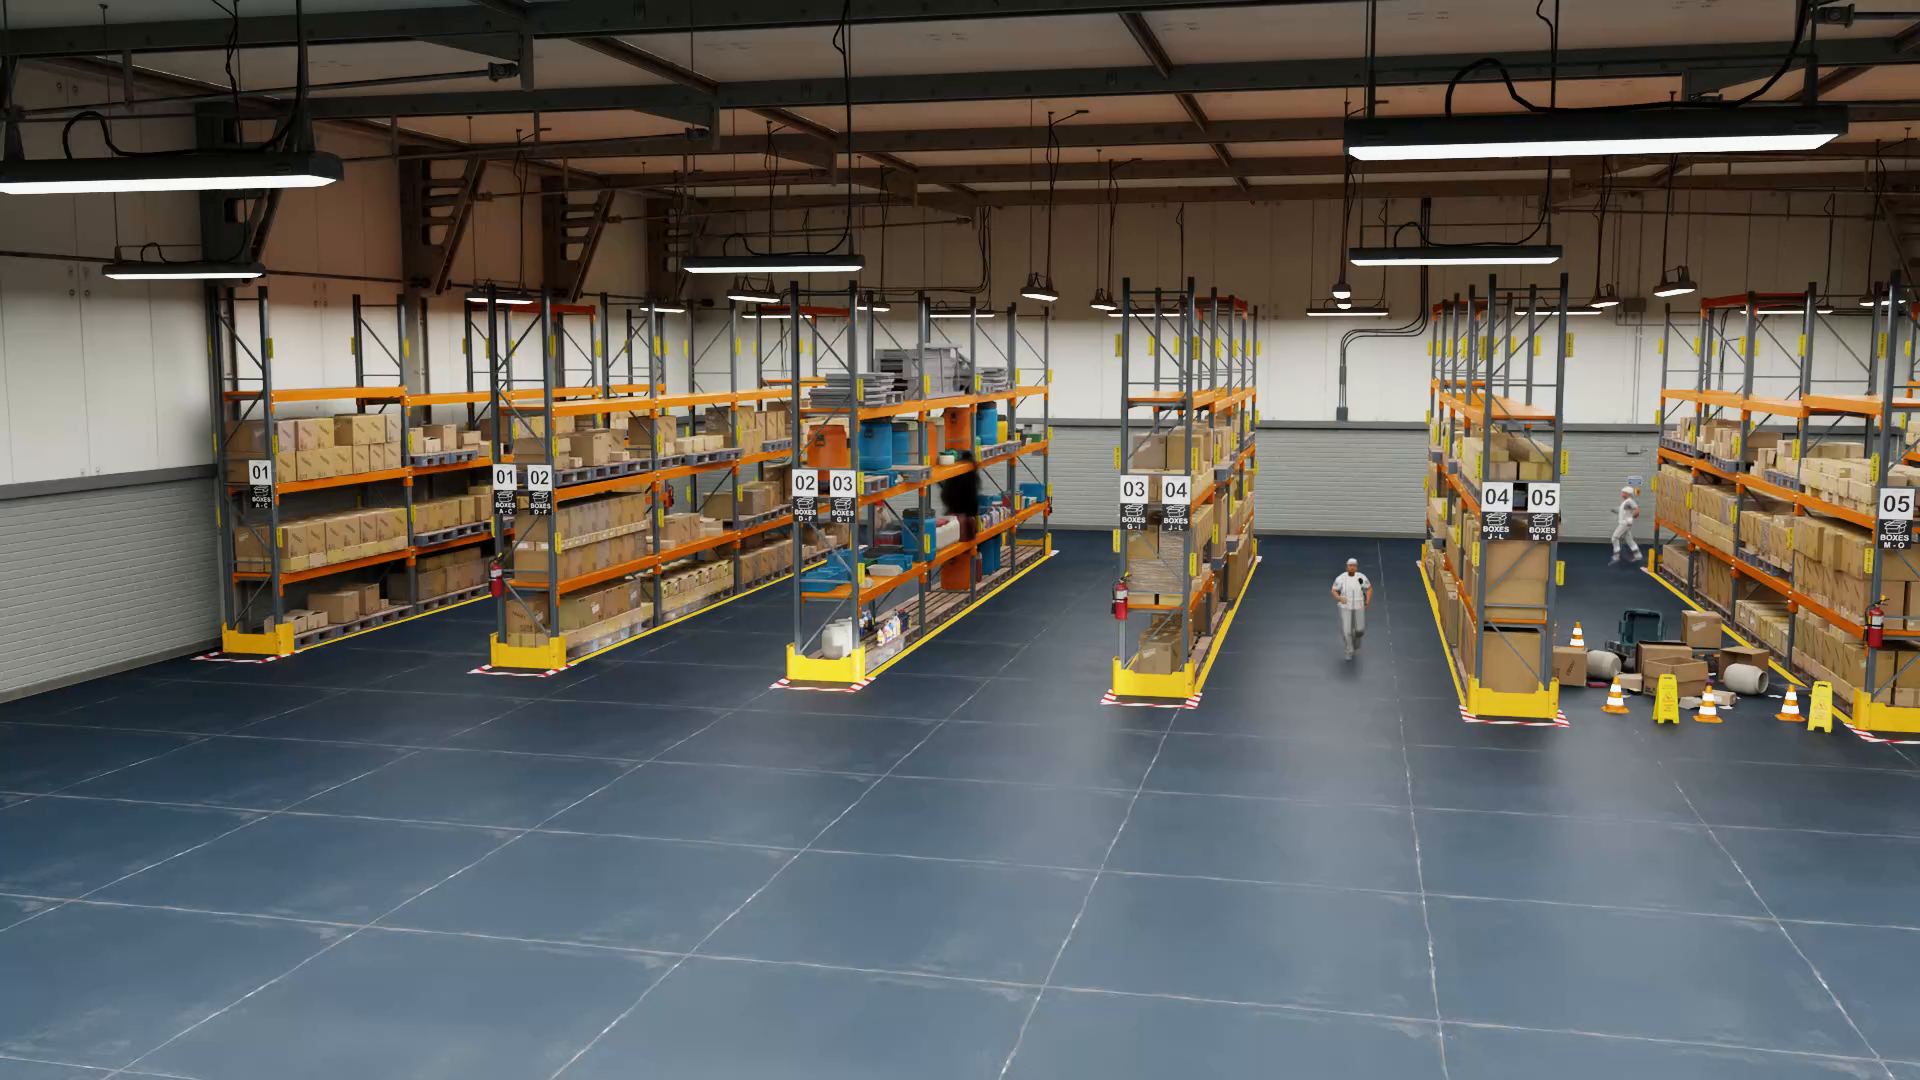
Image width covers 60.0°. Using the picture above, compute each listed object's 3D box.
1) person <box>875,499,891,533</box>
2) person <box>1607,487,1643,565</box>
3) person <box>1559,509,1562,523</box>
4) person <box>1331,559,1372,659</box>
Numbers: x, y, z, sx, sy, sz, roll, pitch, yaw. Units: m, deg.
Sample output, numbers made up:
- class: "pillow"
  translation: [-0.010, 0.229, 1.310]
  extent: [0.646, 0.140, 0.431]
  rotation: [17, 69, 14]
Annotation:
- class: "person"
  translation: [-2.076, -0.746, 42.756]
  extent: [0.564, 1.693, 0.686]
  rotation: [5, 8, 38]
- class: "person"
  translation: [15.415, -0.315, 38.502]
  extent: [0.800, 1.845, 0.647]
  rotation: [3, 7, 21]
- class: "person"
  translation: [12.921, -0.081, 36.653]
  extent: [0.709, 1.855, 0.807]
  rotation: [0, 7, -3]
- class: "person"
  translation: [6.352, 1.113, 26.960]
  extent: [0.661, 1.633, 0.536]
  rotation: [1, 7, 5]
